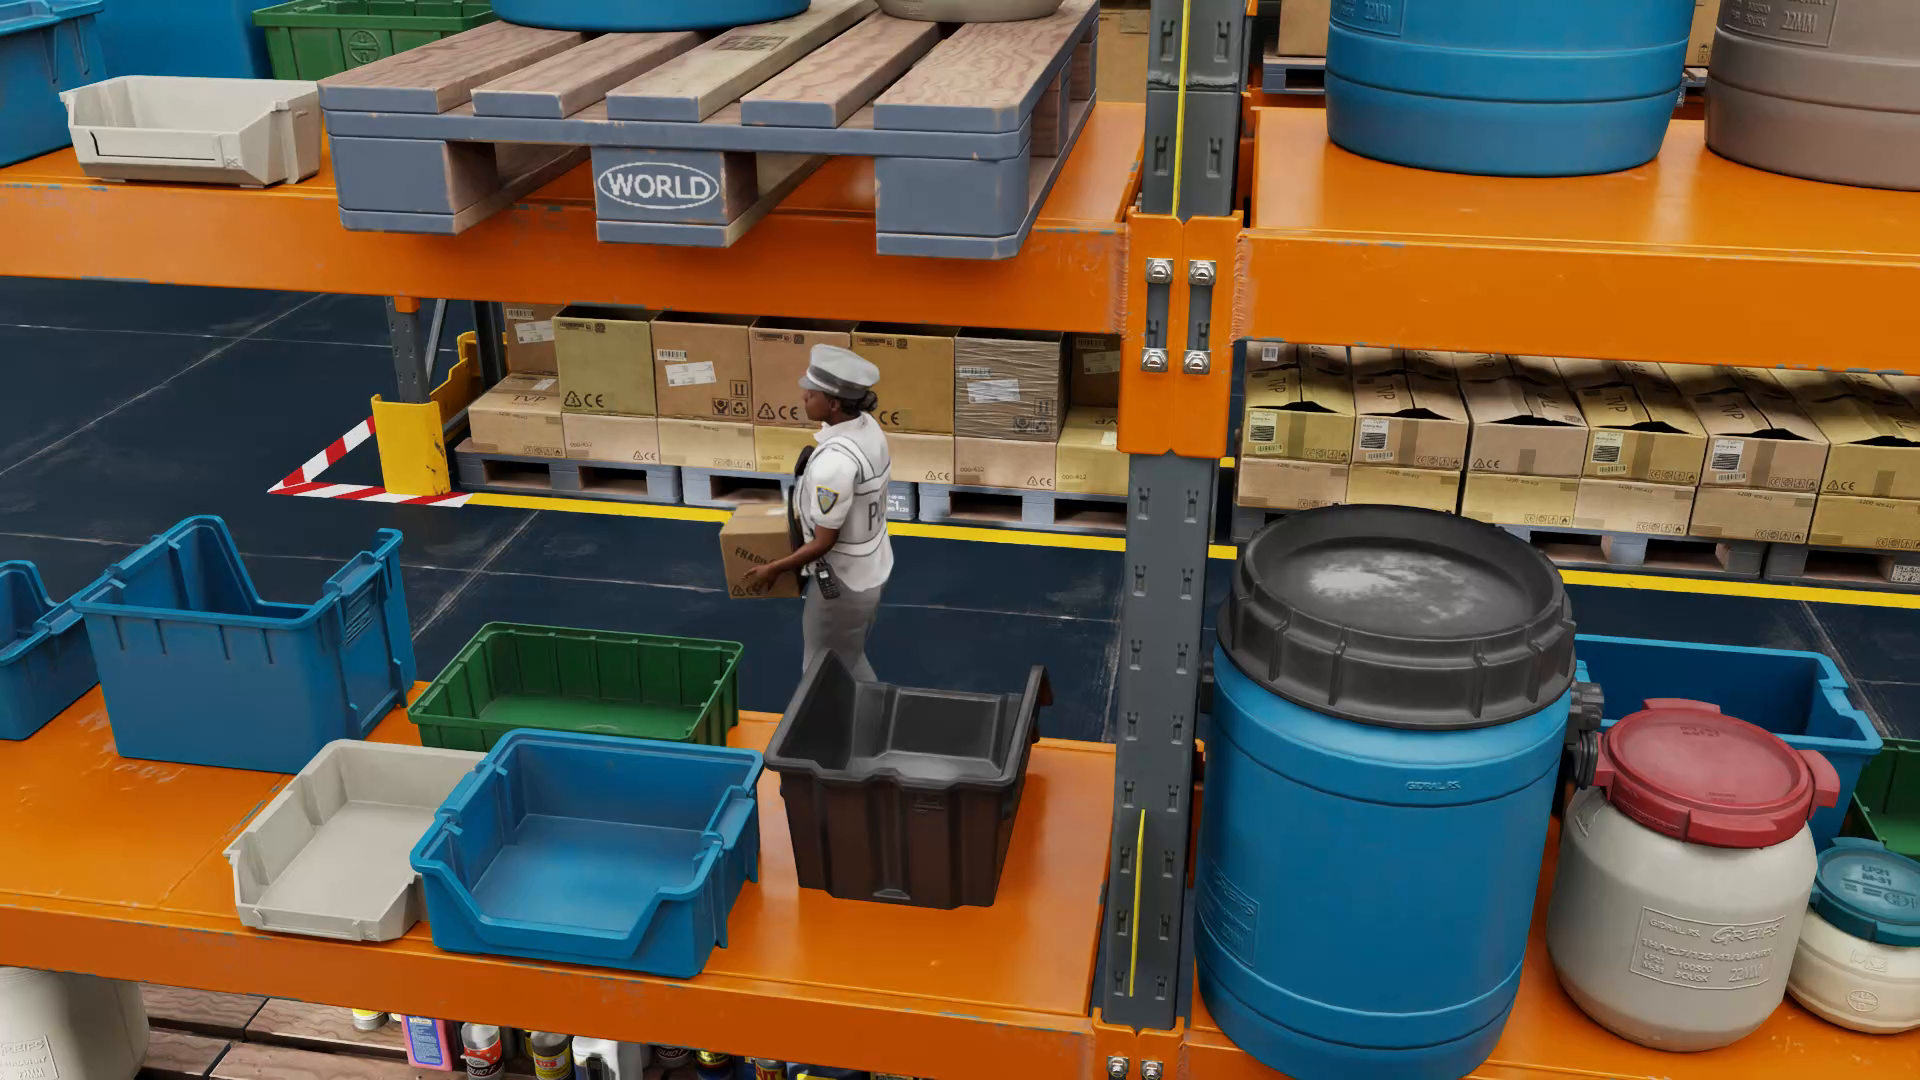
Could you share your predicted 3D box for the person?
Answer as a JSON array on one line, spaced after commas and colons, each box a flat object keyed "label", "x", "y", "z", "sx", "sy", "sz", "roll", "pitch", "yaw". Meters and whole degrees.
[{"label": "person", "x": -0.433, "y": 0.143, "z": 5.802, "sx": 0.393, "sy": 1.660, "sz": 0.506, "roll": 4, "pitch": 25, "yaw": 9}]
